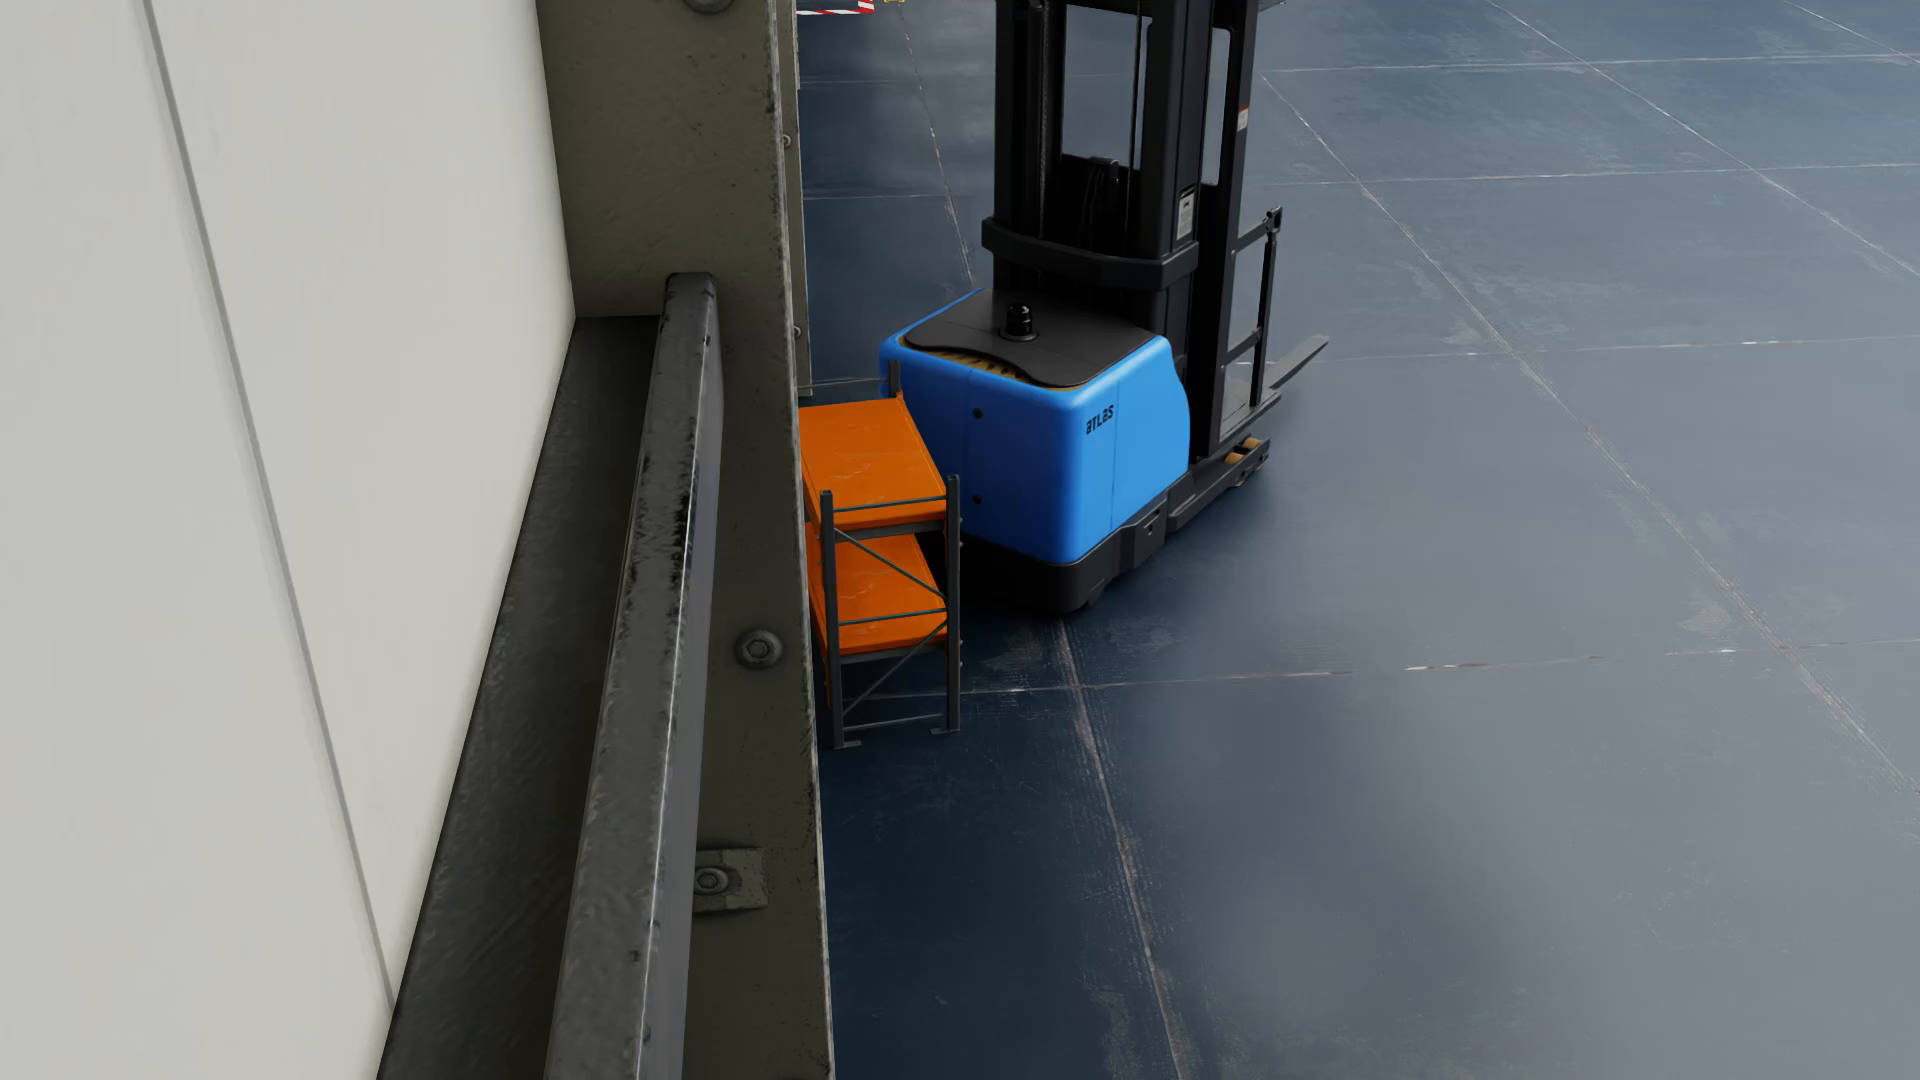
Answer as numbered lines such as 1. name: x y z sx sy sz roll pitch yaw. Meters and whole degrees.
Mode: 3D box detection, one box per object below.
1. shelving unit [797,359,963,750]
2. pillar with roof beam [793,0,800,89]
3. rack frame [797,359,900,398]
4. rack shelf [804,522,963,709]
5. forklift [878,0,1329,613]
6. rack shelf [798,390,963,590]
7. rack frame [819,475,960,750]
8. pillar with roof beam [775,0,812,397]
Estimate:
1. shelving unit: -0.370 0.034 6.596 0.538 1.125 1.048 -7 32 -12
2. pillar with roof beam: 2.747 -8.012 12.388 9.100 9.000 0.400 -3 31 -5
3. rack frame: -0.491 -0.219 7.020 0.500 1.125 0.032 -7 32 -12
4. rack shelf: -0.370 0.244 6.721 0.538 0.278 1.000 -7 32 -12
5. forklift: 0.893 -1.651 7.656 1.130 2.935 3.031 20 36 30
6. rack shelf: -0.370 -0.217 6.446 0.538 0.278 1.000 -7 32 -12
7. rack frame: -0.248 0.287 6.172 0.500 1.125 0.032 -7 32 -12
8. pillar with roof beam: 3.308 -4.948 7.259 9.100 9.000 0.400 -3 31 -5
